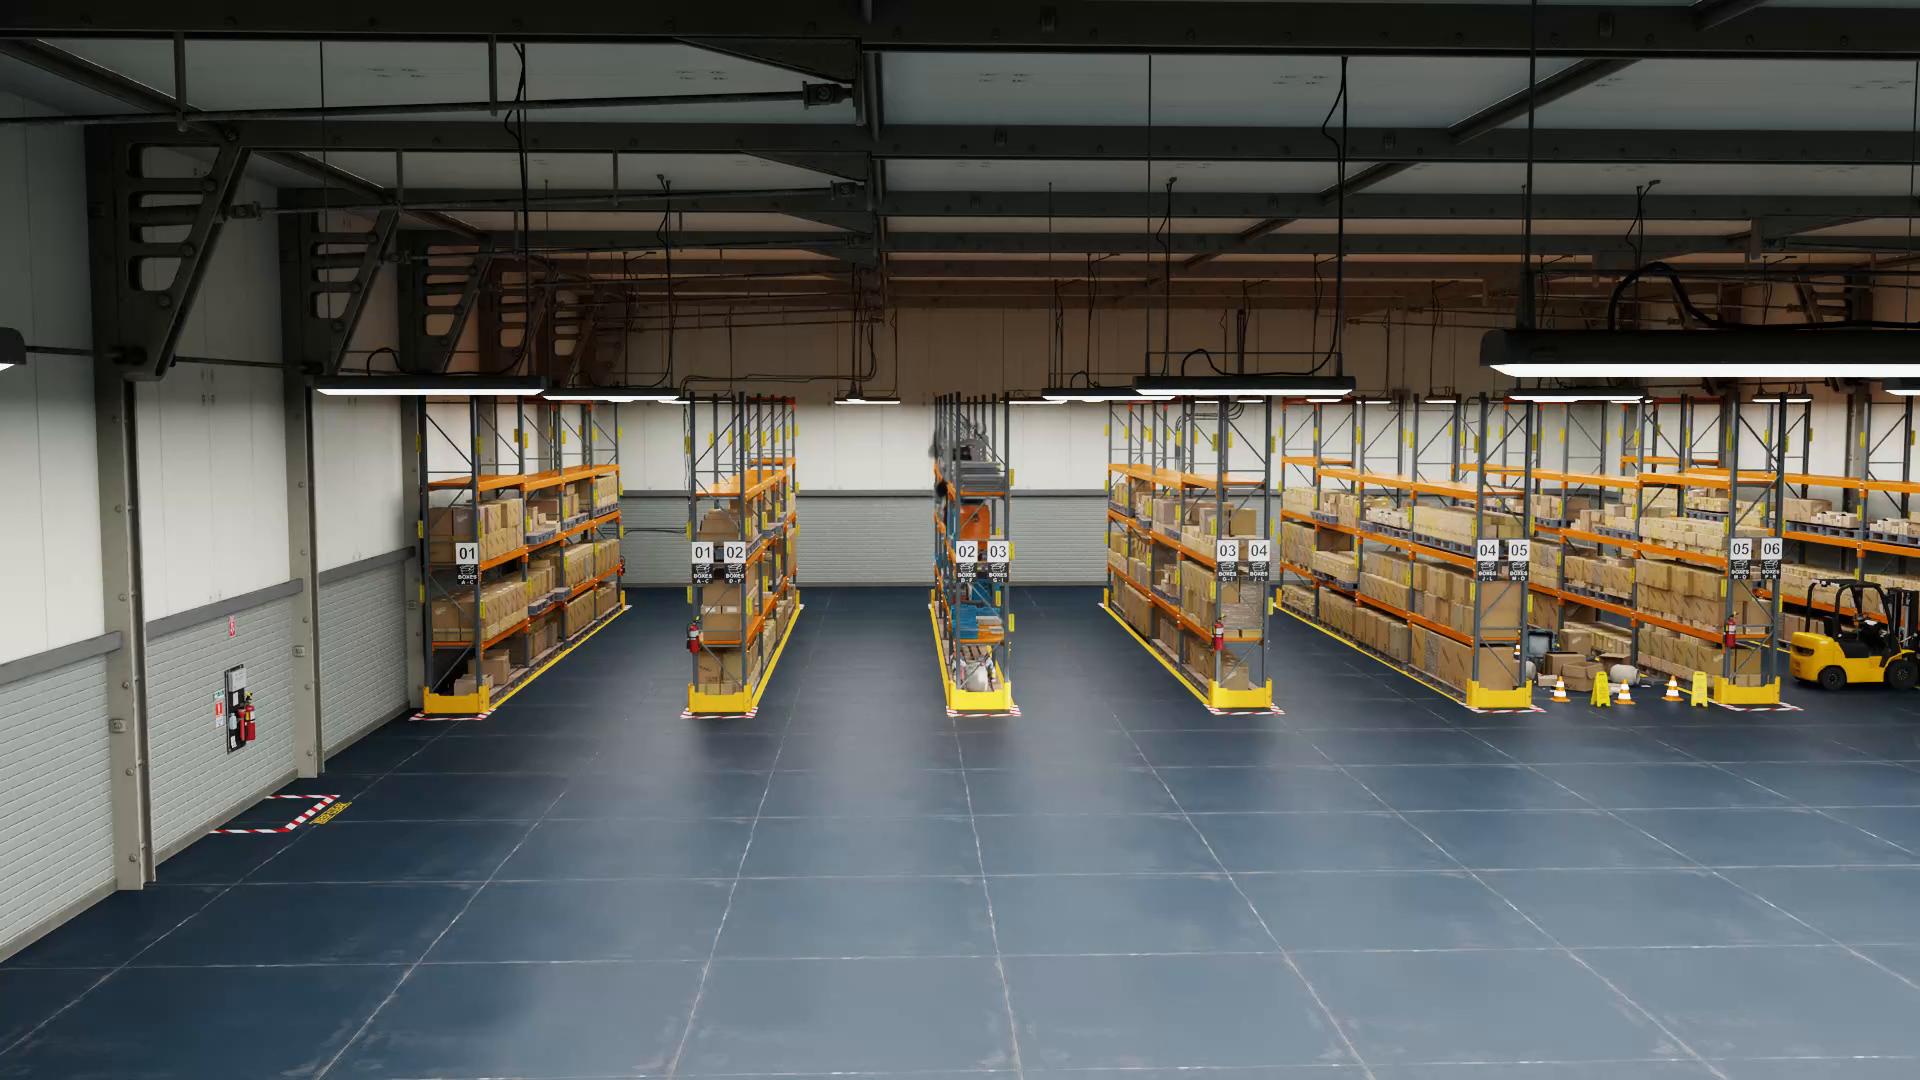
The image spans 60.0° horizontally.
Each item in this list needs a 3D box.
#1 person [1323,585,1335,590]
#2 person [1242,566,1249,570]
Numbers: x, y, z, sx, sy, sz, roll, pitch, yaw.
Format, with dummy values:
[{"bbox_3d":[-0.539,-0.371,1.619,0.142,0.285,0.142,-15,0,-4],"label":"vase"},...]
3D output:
[{"bbox_3d":[10.742,0.965,49.179,0.939,1.660,0.578,0,5,4],"label":"person"},{"bbox_3d":[7.940,1.155,46.928,0.766,1.715,0.712,1,5,11],"label":"person"}]
